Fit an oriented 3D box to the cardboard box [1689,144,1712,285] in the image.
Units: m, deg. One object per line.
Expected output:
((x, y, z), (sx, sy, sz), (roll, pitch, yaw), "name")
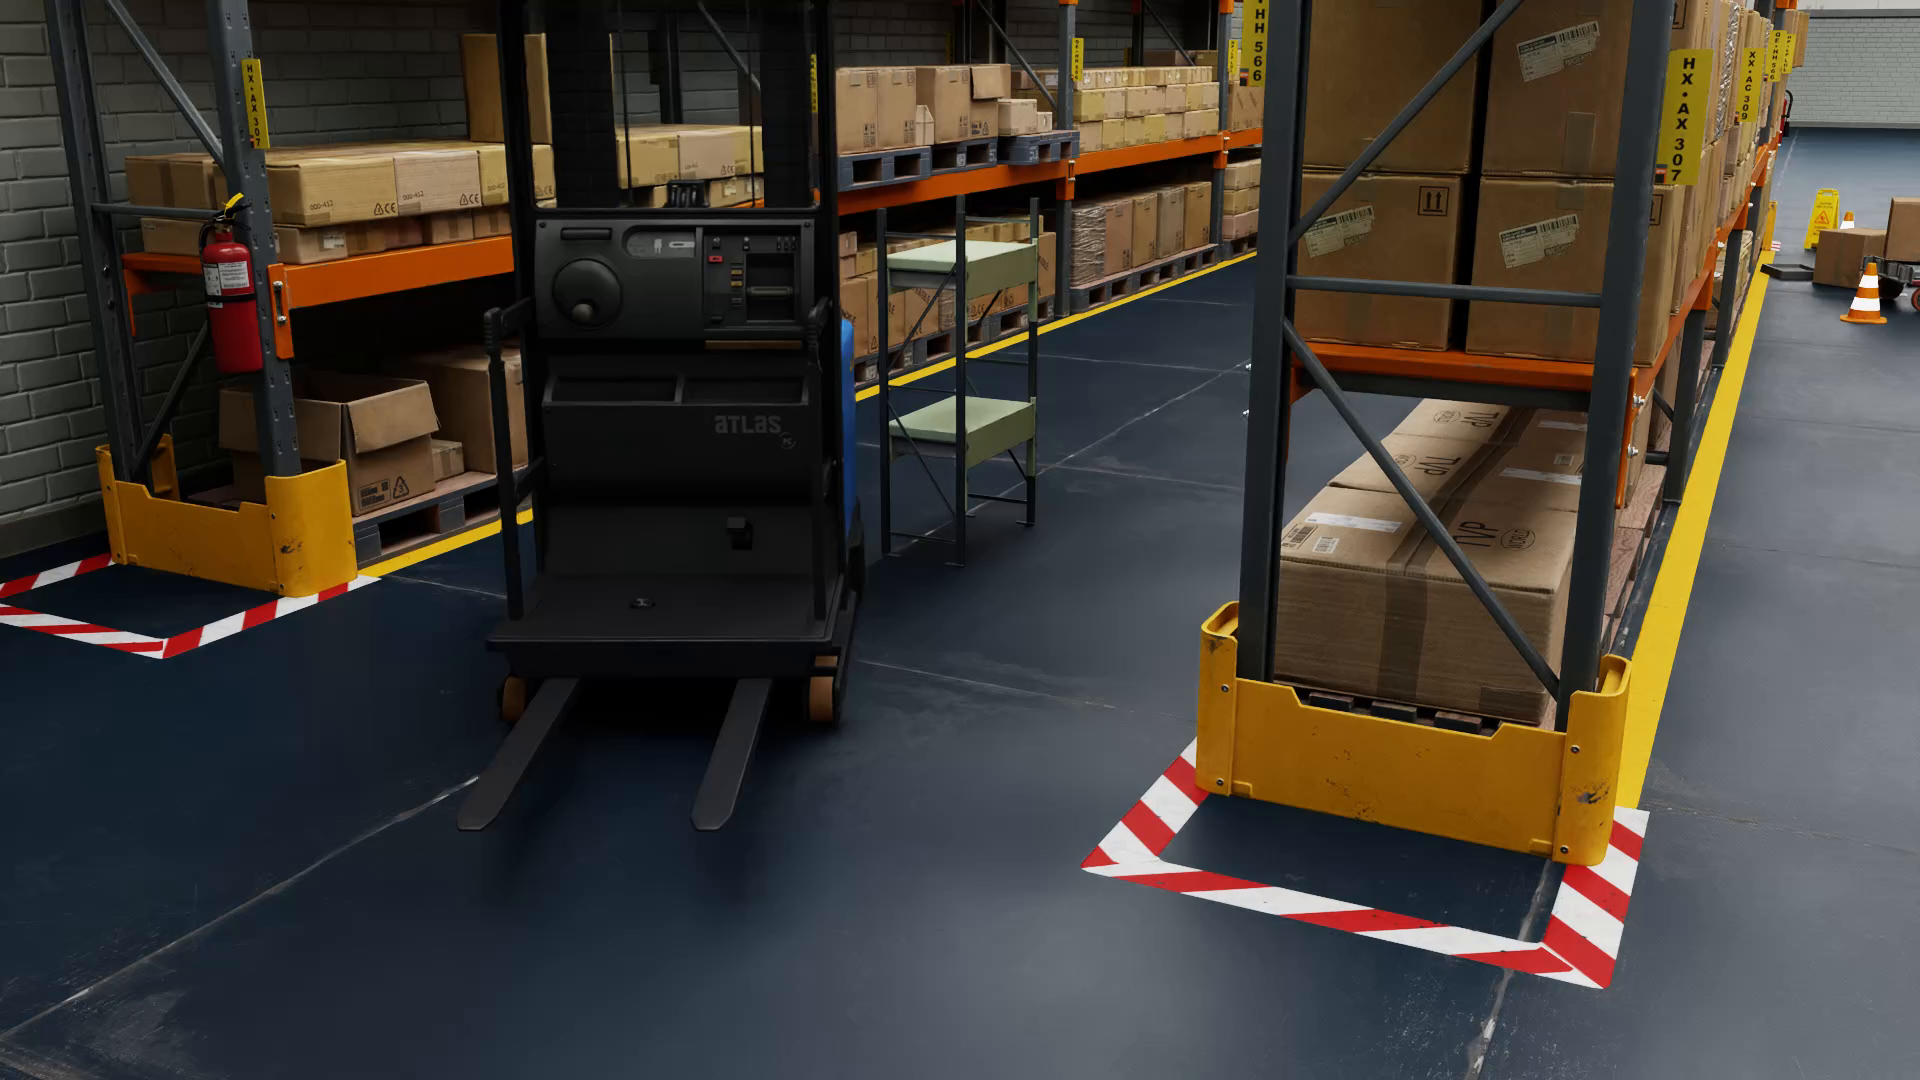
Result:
((2.424, -1.189, 6.083), (0.500, 0.500, 0.500), (9, 19, 27), "cardboard box")

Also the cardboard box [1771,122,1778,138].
((7.669, -3.966, 16.051), (0.380, 0.149, 0.250), (8, 18, 26), "cardboard box")

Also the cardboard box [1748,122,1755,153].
((4.449, -2.452, 9.896), (0.500, 0.250, 0.500), (8, 18, 24), "cardboard box")

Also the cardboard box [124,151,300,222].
((-3.175, -1.518, 7.108), (0.500, 0.250, 0.500), (9, 19, 27), "cardboard box")

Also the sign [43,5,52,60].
((-3.630, -2.079, 6.666), (0.100, 0.325, 0.005), (8, 18, 25), "sign")

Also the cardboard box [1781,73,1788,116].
((8.453, -4.759, 17.579), (0.500, 0.500, 0.500), (8, 18, 24), "cardboard box")

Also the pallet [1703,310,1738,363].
((5.225, -1.566, 12.425), (1.003, 0.211, 1.213), (8, 18, 25), "pallet")

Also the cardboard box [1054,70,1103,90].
((0.956, -3.805, 13.752), (0.380, 0.149, 0.250), (9, 19, 27), "cardboard box")

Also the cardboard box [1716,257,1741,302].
((5.458, -1.977, 12.790), (0.950, 0.372, 0.625), (8, 18, 24), "cardboard box")

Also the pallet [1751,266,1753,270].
((7.474, -2.873, 16.827), (1.003, 0.211, 1.213), (8, 18, 25), "pallet")

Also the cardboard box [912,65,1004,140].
((-0.132, -3.146, 11.928), (0.797, 0.503, 0.637), (8, 18, 24), "cardboard box")

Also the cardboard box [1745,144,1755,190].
((4.666, -2.338, 10.390), (0.500, 0.250, 0.500), (8, 19, 26), "cardboard box")

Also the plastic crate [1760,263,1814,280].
((8.097, -2.618, 16.200), (0.402, 0.080, 0.583), (2, 17, 6), "plastic crate")

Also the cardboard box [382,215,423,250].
((-2.592, -1.367, 7.299), (0.380, 0.149, 0.250), (8, 18, 25), "cardboard box")

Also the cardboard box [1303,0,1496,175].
((1.302, -1.346, 4.857), (0.500, 0.500, 0.500), (9, 19, 27), "cardboard box")

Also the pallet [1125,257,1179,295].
((1.381, -2.512, 15.610), (1.003, 0.211, 1.213), (8, 18, 25), "pallet")

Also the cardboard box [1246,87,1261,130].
((2.869, -4.616, 17.620), (0.500, 0.500, 0.500), (8, 19, 26), "cardboard box")

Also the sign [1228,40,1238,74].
((2.709, -4.804, 16.534), (0.100, 0.325, 0.005), (8, 18, 25), "sign")

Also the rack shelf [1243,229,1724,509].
((2.193, -0.830, 6.316), (1.077, 0.370, 4.000), (8, 18, 25), "rack shelf")

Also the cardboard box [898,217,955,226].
((-0.262, -2.417, 12.908), (0.380, 0.149, 0.250), (8, 18, 26), "cardboard box")

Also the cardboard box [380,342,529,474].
((-2.368, -0.656, 8.117), (0.700, 0.500, 0.500), (9, 19, 28), "cardboard box")

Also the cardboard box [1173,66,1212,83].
((2.265, -4.597, 16.417), (0.380, 0.149, 0.250), (9, 19, 27), "cardboard box")

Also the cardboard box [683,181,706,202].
((-1.605, -1.880, 9.026), (0.380, 0.149, 0.250), (9, 19, 27), "cardboard box")

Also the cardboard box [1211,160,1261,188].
((2.954, -3.928, 17.816), (0.500, 0.250, 0.500), (8, 18, 25), "cardboard box")

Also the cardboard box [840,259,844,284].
((-0.957, -1.687, 10.449), (0.380, 0.149, 0.250), (9, 19, 28), "cardboard box")

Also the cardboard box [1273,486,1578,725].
((1.505, 0.180, 5.412), (0.875, 0.438, 0.875), (7, 18, 24), "cardboard box")

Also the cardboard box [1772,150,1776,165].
((8.220, -3.956, 17.210), (0.380, 0.149, 0.250), (9, 19, 27), "cardboard box")

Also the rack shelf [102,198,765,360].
((-2.249, -1.461, 8.439), (1.077, 0.370, 4.000), (8, 18, 25), "rack shelf")

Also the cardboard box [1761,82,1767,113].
((5.971, -3.577, 12.863), (0.500, 0.500, 0.500), (7, 18, 23), "cardboard box")

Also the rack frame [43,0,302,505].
((-3.143, -1.296, 6.621), (1.000, 3.000, 0.127), (8, 18, 25), "rack frame")

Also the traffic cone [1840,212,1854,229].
((9.411, -3.252, 17.659), (0.336, 0.463, 0.334), (8, 18, 25), "traffic cone")

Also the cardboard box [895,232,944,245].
((-0.335, -2.100, 11.839), (0.380, 0.149, 0.250), (8, 18, 26), "cardboard box")

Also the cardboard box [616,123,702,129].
((-1.818, -2.294, 9.721), (0.500, 0.250, 0.500), (8, 18, 25), "cardboard box")

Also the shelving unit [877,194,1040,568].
((0.003, -0.721, 7.317), (0.431, 1.500, 0.755), (8, 18, 25), "shelving unit")

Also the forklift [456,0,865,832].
((-0.948, -0.882, 5.347), (1.130, 2.935, 3.031), (0, 17, 0), "forklift")

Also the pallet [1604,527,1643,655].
((2.133, 0.148, 6.657), (1.003, 0.211, 1.213), (8, 18, 25), "pallet")

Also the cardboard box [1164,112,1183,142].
((1.759, -3.868, 15.543), (0.500, 0.250, 0.500), (8, 18, 26), "cardboard box")

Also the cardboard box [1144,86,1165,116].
((1.529, -3.976, 15.027), (0.500, 0.250, 0.500), (8, 18, 26), "cardboard box")

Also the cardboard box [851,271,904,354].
((-0.709, -1.550, 11.127), (0.500, 0.500, 0.500), (8, 18, 25), "cardboard box")

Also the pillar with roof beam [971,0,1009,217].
((4.060, -6.109, 12.288), (9.100, 9.000, 0.400), (8, 18, 25), "pillar with roof beam")

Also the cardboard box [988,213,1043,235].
((0.438, -2.490, 13.153), (0.380, 0.149, 0.250), (7, 18, 23), "cardboard box")

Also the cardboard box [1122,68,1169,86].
((1.672, -4.190, 15.048), (0.380, 0.149, 0.250), (8, 18, 24), "cardboard box")

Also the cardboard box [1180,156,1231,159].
((2.717, -4.124, 18.475), (0.500, 0.250, 0.500), (8, 18, 26), "cardboard box")

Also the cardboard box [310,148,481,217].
((-2.474, -1.577, 7.306), (0.500, 0.250, 0.500), (8, 18, 26), "cardboard box")

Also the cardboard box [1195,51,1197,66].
((2.648, -4.978, 17.180), (0.380, 0.149, 0.250), (8, 19, 26), "cardboard box")

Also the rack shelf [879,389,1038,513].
((0.003, -0.408, 7.409), (0.431, 0.370, 0.720), (8, 18, 25), "rack shelf")

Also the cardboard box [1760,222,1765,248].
((7.861, -3.120, 16.851), (0.500, 0.250, 0.500), (7, 18, 23), "cardboard box")

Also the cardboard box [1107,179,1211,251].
((1.996, -3.282, 16.738), (0.875, 0.625, 0.625), (9, 19, 28), "cardboard box")

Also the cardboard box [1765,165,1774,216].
((8.094, -3.613, 17.197), (0.500, 0.500, 0.500), (9, 19, 27), "cardboard box")

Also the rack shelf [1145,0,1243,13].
((3.113, -5.956, 18.303), (1.077, 0.370, 4.000), (8, 18, 25), "rack shelf")

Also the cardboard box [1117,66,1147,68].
((1.704, -4.588, 16.388), (0.380, 0.149, 0.250), (7, 18, 24), "cardboard box")

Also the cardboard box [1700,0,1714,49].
((1.993, -1.412, 5.077), (0.500, 0.500, 0.500), (8, 18, 24), "cardboard box")
